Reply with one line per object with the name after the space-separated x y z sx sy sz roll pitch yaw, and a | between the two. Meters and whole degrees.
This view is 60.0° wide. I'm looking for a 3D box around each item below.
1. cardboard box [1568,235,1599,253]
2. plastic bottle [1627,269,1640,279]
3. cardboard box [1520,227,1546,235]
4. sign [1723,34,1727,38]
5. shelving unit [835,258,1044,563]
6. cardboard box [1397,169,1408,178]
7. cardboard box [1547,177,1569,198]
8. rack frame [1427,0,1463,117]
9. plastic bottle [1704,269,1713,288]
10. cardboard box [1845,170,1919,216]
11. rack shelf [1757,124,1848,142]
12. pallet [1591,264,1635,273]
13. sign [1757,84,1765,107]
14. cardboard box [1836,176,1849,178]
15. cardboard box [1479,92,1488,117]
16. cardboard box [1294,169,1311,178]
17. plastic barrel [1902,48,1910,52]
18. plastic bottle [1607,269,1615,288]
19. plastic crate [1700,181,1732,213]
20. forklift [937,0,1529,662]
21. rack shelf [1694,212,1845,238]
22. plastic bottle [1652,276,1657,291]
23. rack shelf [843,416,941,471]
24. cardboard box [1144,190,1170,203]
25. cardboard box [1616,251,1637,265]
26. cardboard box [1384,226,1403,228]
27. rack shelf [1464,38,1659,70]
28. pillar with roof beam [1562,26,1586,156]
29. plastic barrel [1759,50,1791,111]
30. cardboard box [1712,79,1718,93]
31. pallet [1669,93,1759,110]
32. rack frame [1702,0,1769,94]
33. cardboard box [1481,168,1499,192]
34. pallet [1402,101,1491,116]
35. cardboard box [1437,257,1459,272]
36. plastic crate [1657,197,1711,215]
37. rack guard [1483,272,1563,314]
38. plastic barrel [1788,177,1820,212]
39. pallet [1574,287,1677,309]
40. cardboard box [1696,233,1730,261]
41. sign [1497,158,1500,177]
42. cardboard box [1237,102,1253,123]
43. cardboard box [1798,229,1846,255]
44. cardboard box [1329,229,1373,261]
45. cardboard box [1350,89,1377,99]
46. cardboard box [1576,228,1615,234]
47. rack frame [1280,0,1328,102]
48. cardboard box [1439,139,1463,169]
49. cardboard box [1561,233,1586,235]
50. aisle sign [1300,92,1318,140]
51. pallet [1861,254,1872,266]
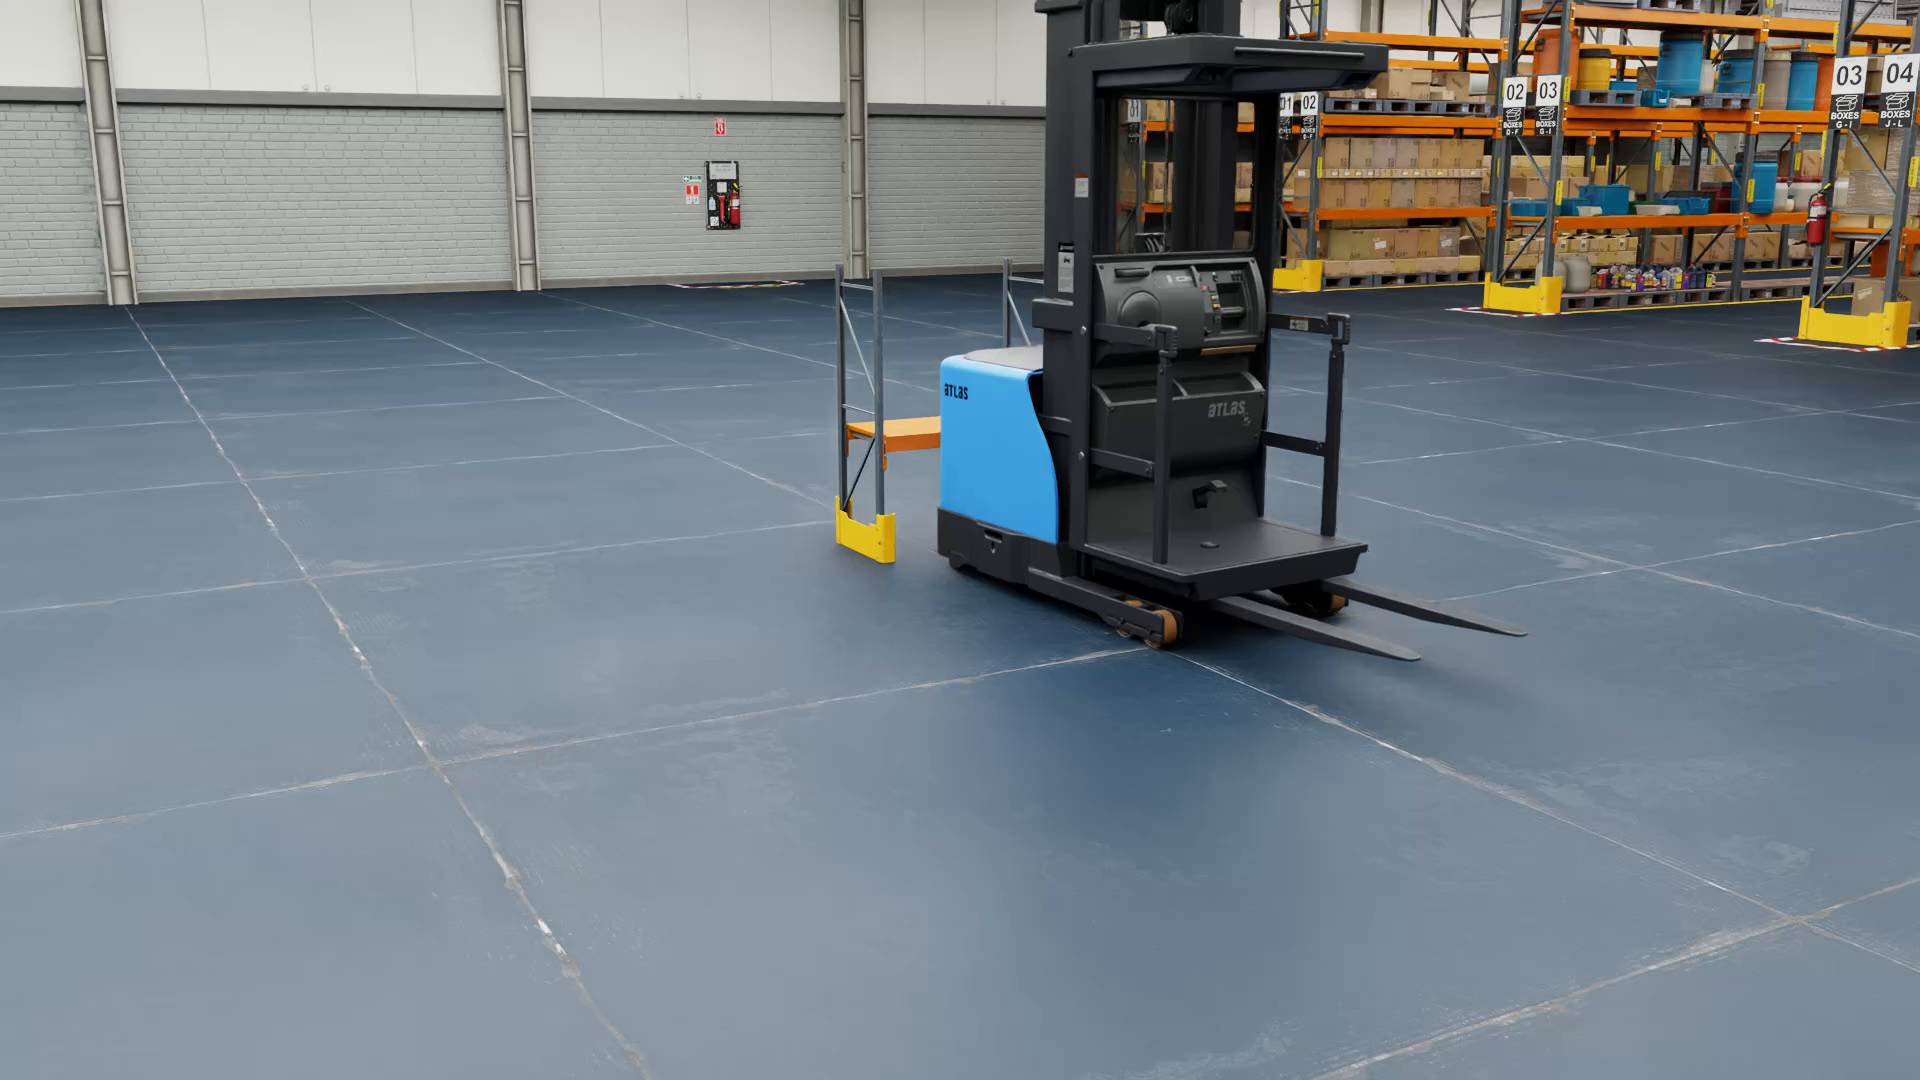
11.335 -5.435 30.457 0.500 0.311 0.500 -7 14 -28 | cardboard box
10.080 -3.924 24.914 0.135 0.276 0.152 -7 14 -28 | plastic bottle
12.421 -6.853 36.667 0.750 0.750 0.750 -6 14 -26 | cardboard box
17.467 -11.620 37.939 0.005 0.325 0.100 -7 14 -28 | sign
-0.067 -0.724 8.909 1.083 1.500 0.587 -7 14 -28 | shelving unit
7.349 -6.194 28.095 0.250 0.149 0.380 -7 14 -27 | cardboard box
10.647 -6.323 30.145 0.500 0.500 0.500 -7 14 -28 | cardboard box
10.197 -10.390 34.782 0.127 3.000 1.000 -7 14 -28 | rack frame
11.169 -3.909 24.830 0.133 0.283 0.061 -6 14 -25 | plastic bottle
10.791 -4.005 19.166 0.500 0.500 0.875 -7 14 -28 | cardboard box
17.840 -8.253 33.755 4.000 0.370 1.077 -7 14 -28 | rack shelf
11.833 -5.070 31.155 1.213 0.211 1.003 -7 14 -28 | pallet
11.687 -6.494 24.281 0.005 0.325 0.100 -7 14 -28 | sign
17.551 -7.087 33.538 0.500 0.500 0.500 -7 14 -28 | cardboard box
11.035 -9.318 35.621 0.500 0.500 0.700 -8 15 -31 | cardboard box
5.796 -6.110 27.720 0.250 0.149 0.380 -7 15 -29 | cardboard box
15.444 -7.491 26.797 0.708 0.830 0.600 -7 14 -28 | plastic barrel
9.680 -3.912 24.861 0.135 0.276 0.152 -7 15 -29 | plastic bottle
11.712 -5.275 25.569 0.583 0.464 0.402 -7 14 -28 | plastic crate
1.112 -1.088 7.267 1.130 2.935 3.031 -8 15 -32 | forklift
13.189 -4.993 26.101 4.000 0.370 1.077 -7 14 -28 | rack shelf
10.139 -3.750 24.310 0.097 0.201 0.097 0 13 0 | plastic bottle
-0.075 -0.547 8.944 1.000 0.185 0.538 -7 14 -28 | rack shelf
3.756 -6.549 31.671 0.500 0.250 0.500 -7 15 -29 | cardboard box
12.229 -5.270 31.001 0.500 0.250 0.500 -6 14 -27 | cardboard box
7.628 -5.224 29.088 0.500 0.500 0.500 -7 14 -28 | cardboard box
10.819 -8.679 29.730 4.000 0.370 1.077 -7 14 -28 | rack shelf
15.971 -10.222 34.033 0.400 9.000 9.100 -7 14 -28 | pillar with roof beam
12.350 -7.005 25.432 0.600 0.901 0.600 0 13 0 | plastic barrel
14.438 -8.516 31.875 0.600 0.600 0.600 -7 15 -30 | cardboard box
10.847 -6.410 24.358 1.003 0.211 1.213 -7 14 -28 | pallet
11.433 -8.060 24.429 0.127 3.000 1.000 -7 14 -28 | rack frame
11.210 -7.722 35.640 0.500 0.500 0.500 -6 14 -26 | cardboard box
8.327 -7.414 28.590 1.213 0.211 1.003 -7 14 -28 | pallet
8.317 -4.810 28.957 0.500 0.250 0.500 -7 14 -28 | cardboard box
10.592 -4.892 24.354 0.616 0.251 0.499 -7 14 -28 | plastic crate
7.966 -3.510 23.568 0.348 0.500 1.175 -7 14 -28 | rack guard
13.022 -5.335 25.675 0.433 0.535 0.433 0 13 0 | plastic barrel
9.752 -3.581 24.541 1.213 0.211 1.003 -7 14 -28 | pallet
14.466 -5.661 32.123 0.500 0.500 0.500 -7 15 -30 | cardboard box
9.330 -6.443 28.752 0.005 0.325 0.100 -7 14 -28 | sign
5.443 -8.347 32.264 0.500 0.500 0.500 -7 15 -30 | cardboard box
17.732 -6.125 34.179 0.637 0.503 0.797 -7 14 -28 | cardboard box
6.567 -4.963 27.930 0.500 0.500 0.500 -7 14 -28 | cardboard box
6.669 -7.371 27.497 0.250 0.149 0.380 -7 14 -28 | cardboard box
14.414 -6.929 37.801 0.500 0.500 0.700 -7 14 -27 | cardboard box
5.552 -8.594 26.802 0.127 3.000 1.000 -7 14 -28 | rack frame
8.234 -6.669 28.727 0.500 0.500 0.700 -7 14 -28 | cardboard box
11.517 -5.591 31.149 0.500 0.311 0.500 -7 15 -29 | cardboard box
5.641 -6.870 26.882 0.004 0.787 0.394 -7 14 -28 | aisle sign
18.830 -5.898 34.837 1.213 0.211 1.003 -7 14 -28 | pallet
